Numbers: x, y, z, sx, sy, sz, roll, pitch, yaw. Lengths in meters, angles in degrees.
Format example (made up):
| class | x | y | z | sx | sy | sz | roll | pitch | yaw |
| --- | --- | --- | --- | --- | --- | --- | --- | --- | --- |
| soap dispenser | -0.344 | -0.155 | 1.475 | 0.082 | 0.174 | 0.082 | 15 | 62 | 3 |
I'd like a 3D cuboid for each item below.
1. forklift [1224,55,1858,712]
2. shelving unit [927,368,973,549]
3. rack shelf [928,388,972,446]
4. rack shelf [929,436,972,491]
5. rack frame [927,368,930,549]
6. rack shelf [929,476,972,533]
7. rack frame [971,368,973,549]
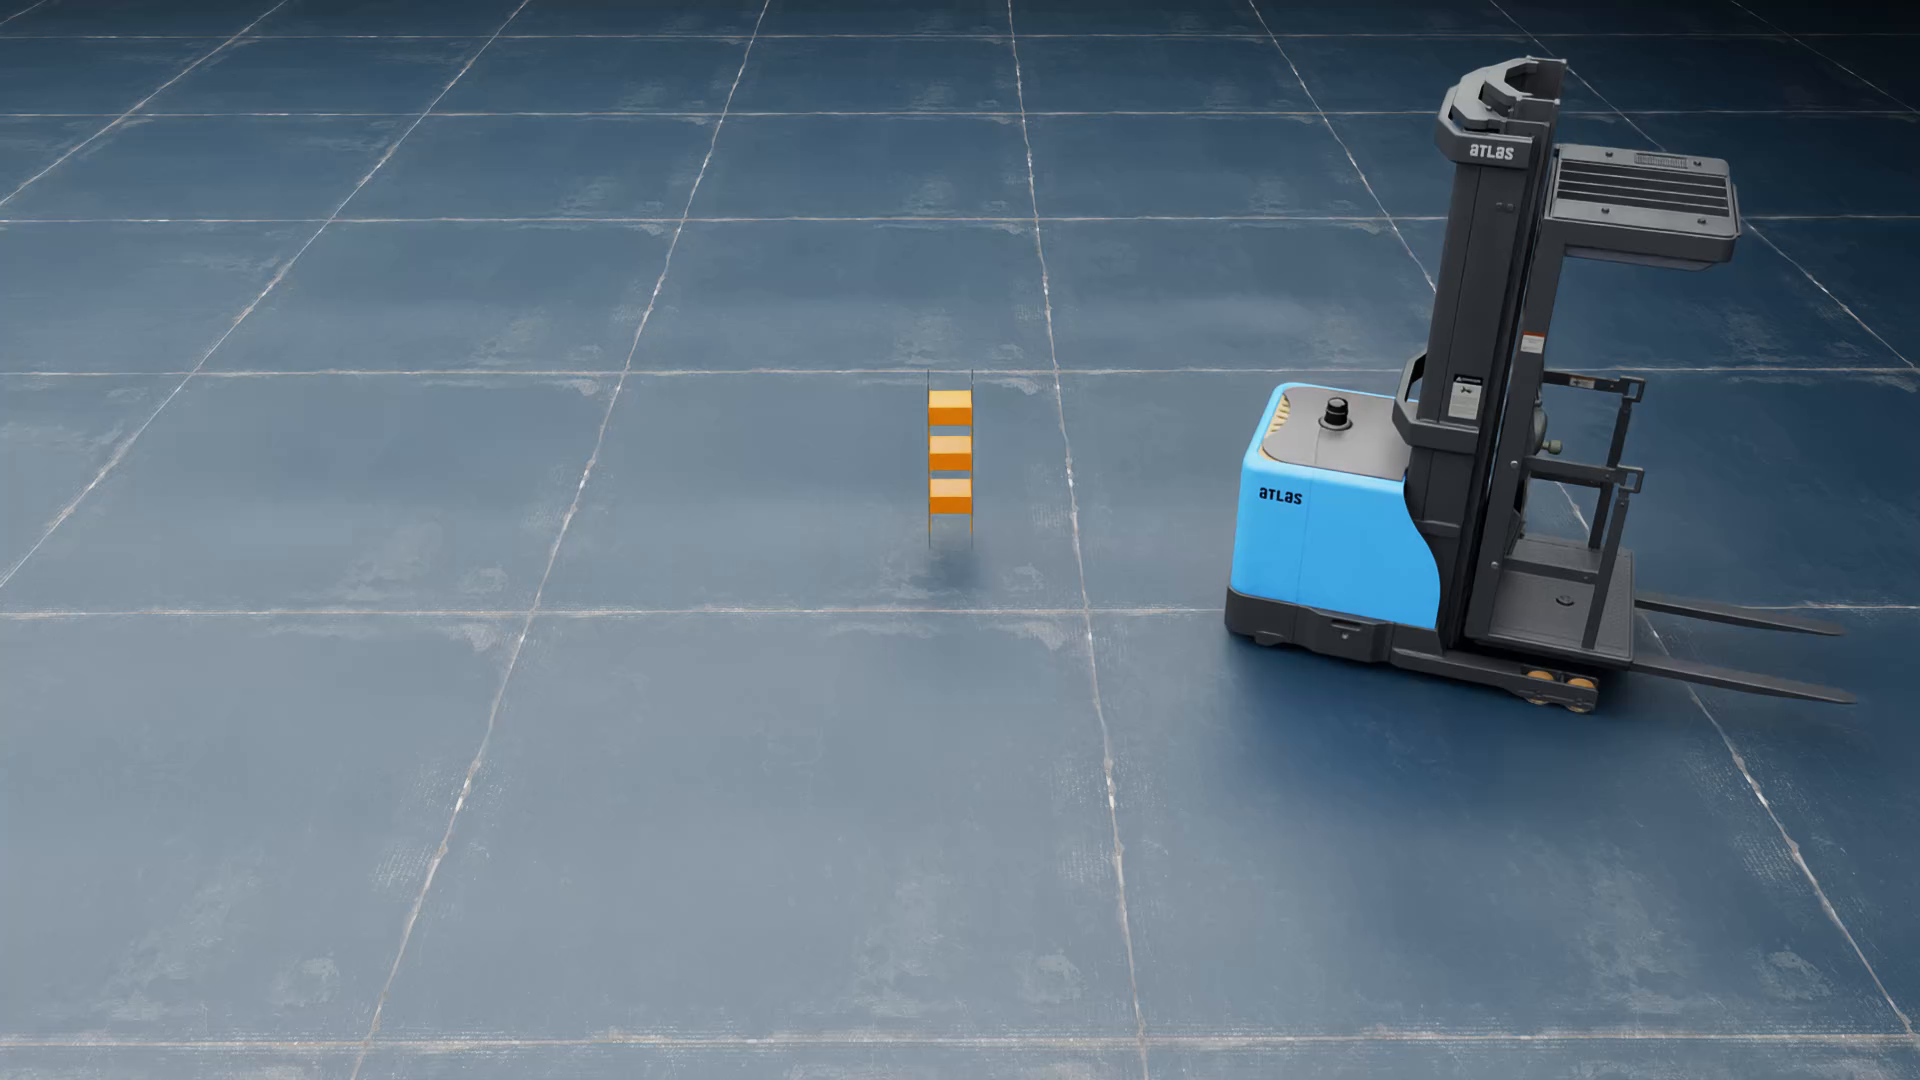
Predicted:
| class | x | y | z | sx | sy | sz | roll | pitch | yaw |
| --- | --- | --- | --- | --- | --- | --- | --- | --- | --- |
| forklift | 2.969 | -0.712 | 7.986 | 3.031 | 2.935 | 1.130 | 10 | 33 | 17 |
| shelving unit | -0.054 | -0.449 | 9.367 | 0.252 | 1.050 | 0.215 | 0 | 31 | 0 |
| rack shelf | -0.054 | -0.682 | 9.225 | 0.240 | 0.259 | 0.215 | 0 | 31 | 0 |
| rack shelf | -0.054 | -0.440 | 9.372 | 0.240 | 0.259 | 0.215 | 0 | 31 | 0 |
| rack frame | -0.176 | -0.448 | 9.366 | 0.008 | 1.050 | 0.200 | 0 | 31 | 0 |
| rack shelf | -0.054 | -0.202 | 9.516 | 0.240 | 0.259 | 0.215 | 0 | 31 | 0 |
| rack frame | 0.068 | -0.449 | 9.367 | 0.008 | 1.050 | 0.200 | 0 | 31 | 0 |
